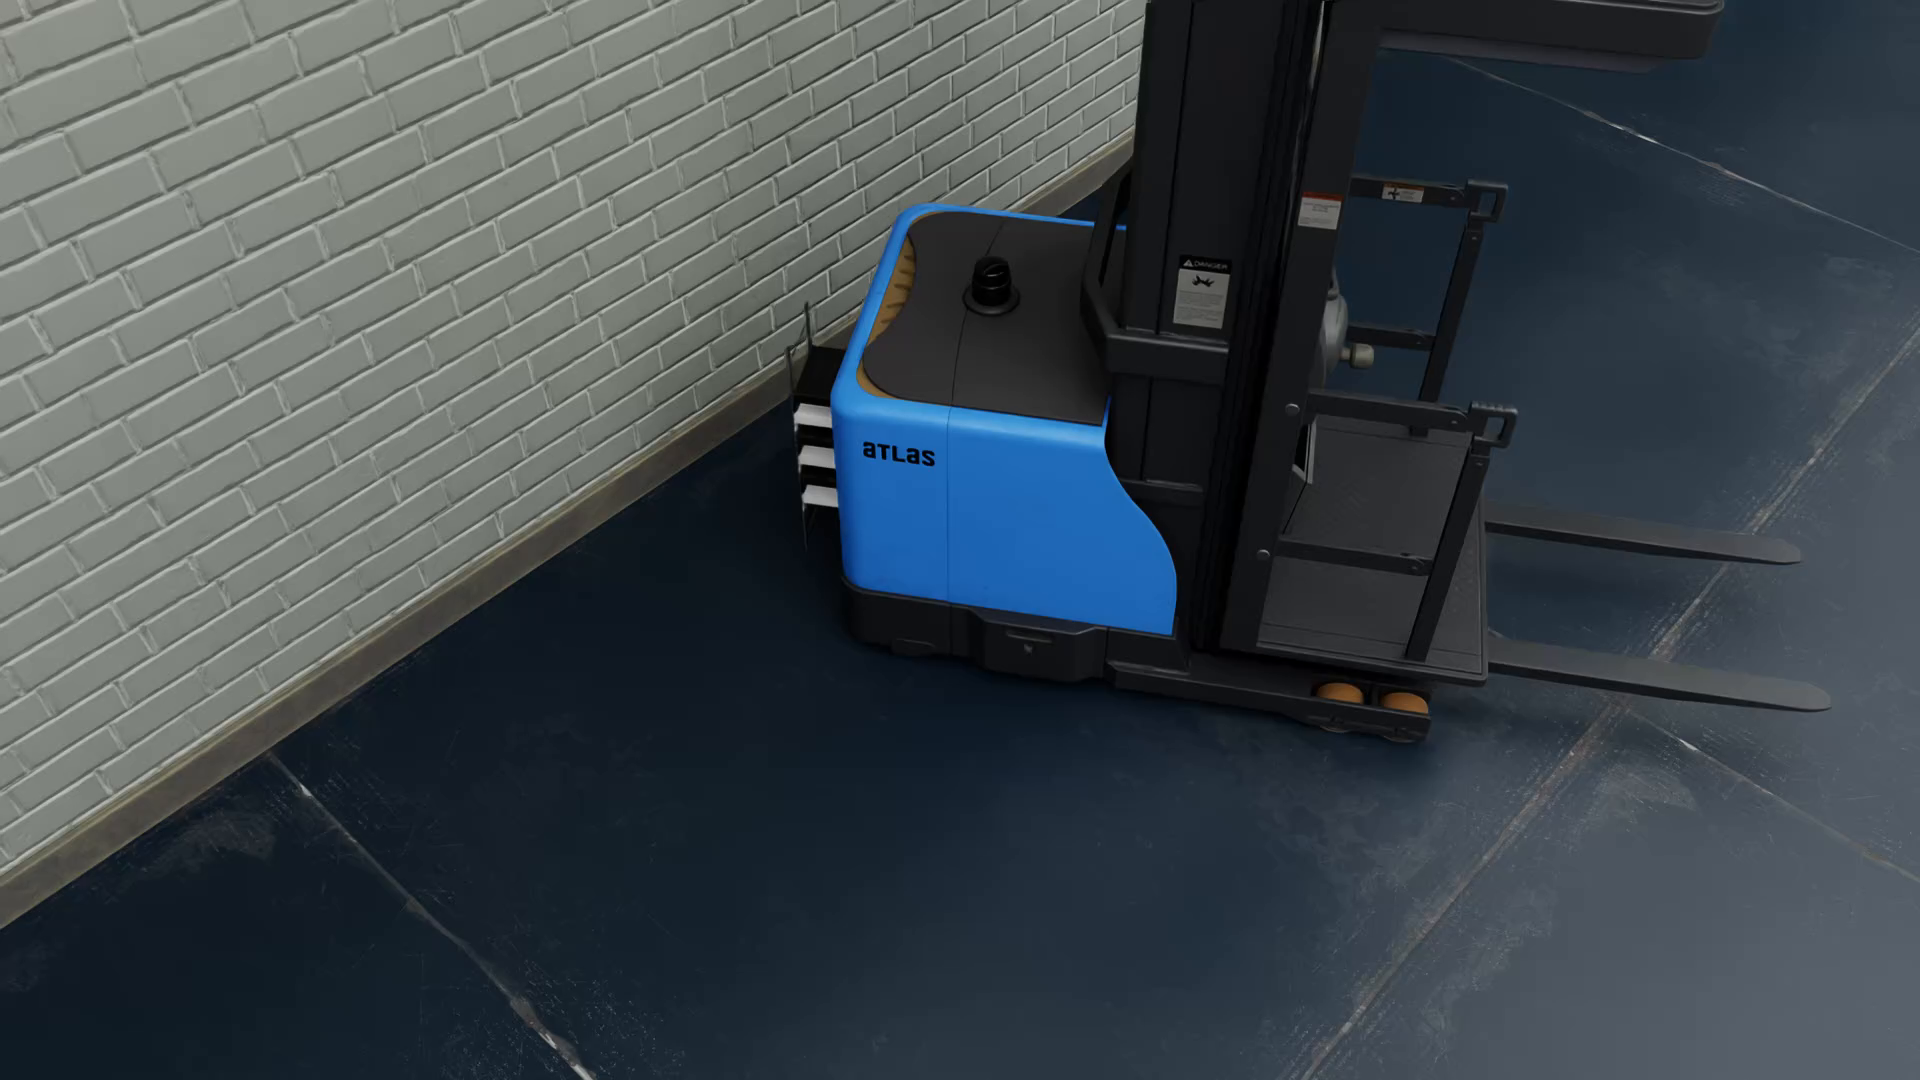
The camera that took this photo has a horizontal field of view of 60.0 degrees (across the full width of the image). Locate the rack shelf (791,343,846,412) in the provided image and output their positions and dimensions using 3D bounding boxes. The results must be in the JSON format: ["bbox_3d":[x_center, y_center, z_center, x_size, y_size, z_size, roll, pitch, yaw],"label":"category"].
[{"bbox_3d":[-0.404,-0.504,5.282,0.200,0.077,0.258,8,47,8],"label":"rack shelf"}]

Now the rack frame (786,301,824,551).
[{"bbox_3d":[-0.503,-0.357,5.468,0.006,0.900,0.240,8,47,8],"label":"rack frame"}]

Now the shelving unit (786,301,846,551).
[{"bbox_3d":[-0.404,-0.342,5.454,0.210,0.900,0.258,8,47,8],"label":"shelving unit"}]

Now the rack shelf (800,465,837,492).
[{"bbox_3d":[-0.404,-0.258,5.544,0.200,0.077,0.258,8,47,8],"label":"rack shelf"}]

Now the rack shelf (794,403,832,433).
[{"bbox_3d":[-0.404,-0.443,5.347,0.200,0.077,0.258,8,47,8],"label":"rack shelf"}]

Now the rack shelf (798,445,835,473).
[{"bbox_3d":[-0.404,-0.320,5.478,0.200,0.077,0.258,8,47,8],"label":"rack shelf"}]

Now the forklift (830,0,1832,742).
[{"bbox_3d":[1.187,-0.801,4.491,3.031,2.935,1.130,8,47,8],"label":"forklift"}]

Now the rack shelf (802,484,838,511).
[{"bbox_3d":[-0.404,-0.196,5.610,0.200,0.077,0.258,8,47,8],"label":"rack shelf"}]

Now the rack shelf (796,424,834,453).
[{"bbox_3d":[-0.404,-0.381,5.413,0.200,0.077,0.258,8,47,8],"label":"rack shelf"}]
